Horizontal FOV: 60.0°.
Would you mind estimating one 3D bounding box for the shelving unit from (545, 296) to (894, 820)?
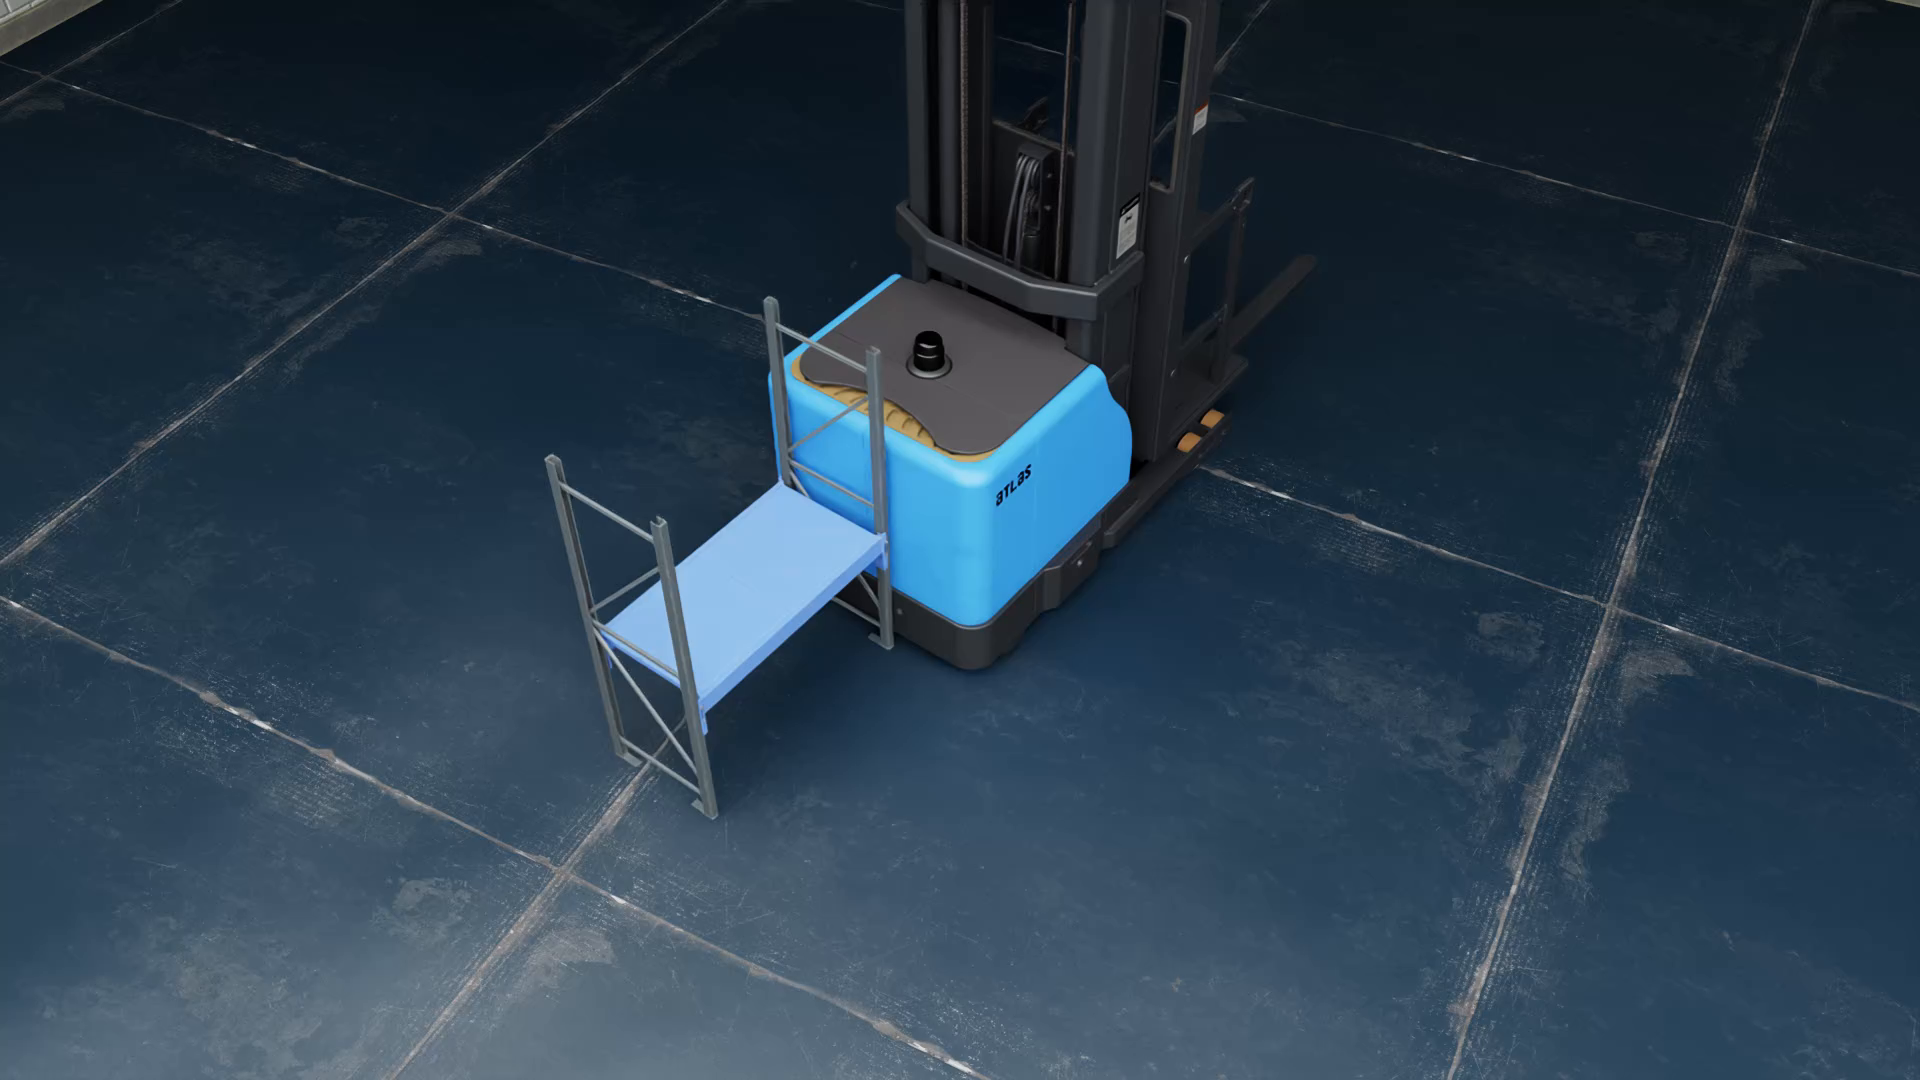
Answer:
[{"bbox_3d":[-0.778,0.086,5.891,0.538,1.500,1.048,28,52,25],"label":"shelving unit"}]

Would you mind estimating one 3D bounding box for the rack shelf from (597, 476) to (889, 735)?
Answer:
[{"bbox_3d":[-0.778,0.212,6.019,0.538,0.185,1.000,28,52,25],"label":"rack shelf"}]

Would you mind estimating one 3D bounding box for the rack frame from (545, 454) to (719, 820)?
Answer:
[{"bbox_3d":[-1.084,0.374,5.606,0.500,1.500,0.032,28,52,25],"label":"rack frame"}]

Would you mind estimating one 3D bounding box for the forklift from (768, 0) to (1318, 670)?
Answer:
[{"bbox_3d":[0.560,-1.529,6.480,1.130,2.935,3.031,28,52,25],"label":"forklift"}]

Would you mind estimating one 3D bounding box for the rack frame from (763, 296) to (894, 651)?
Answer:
[{"bbox_3d":[-0.471,-0.203,6.176,0.500,1.500,0.032,28,52,25],"label":"rack frame"}]
